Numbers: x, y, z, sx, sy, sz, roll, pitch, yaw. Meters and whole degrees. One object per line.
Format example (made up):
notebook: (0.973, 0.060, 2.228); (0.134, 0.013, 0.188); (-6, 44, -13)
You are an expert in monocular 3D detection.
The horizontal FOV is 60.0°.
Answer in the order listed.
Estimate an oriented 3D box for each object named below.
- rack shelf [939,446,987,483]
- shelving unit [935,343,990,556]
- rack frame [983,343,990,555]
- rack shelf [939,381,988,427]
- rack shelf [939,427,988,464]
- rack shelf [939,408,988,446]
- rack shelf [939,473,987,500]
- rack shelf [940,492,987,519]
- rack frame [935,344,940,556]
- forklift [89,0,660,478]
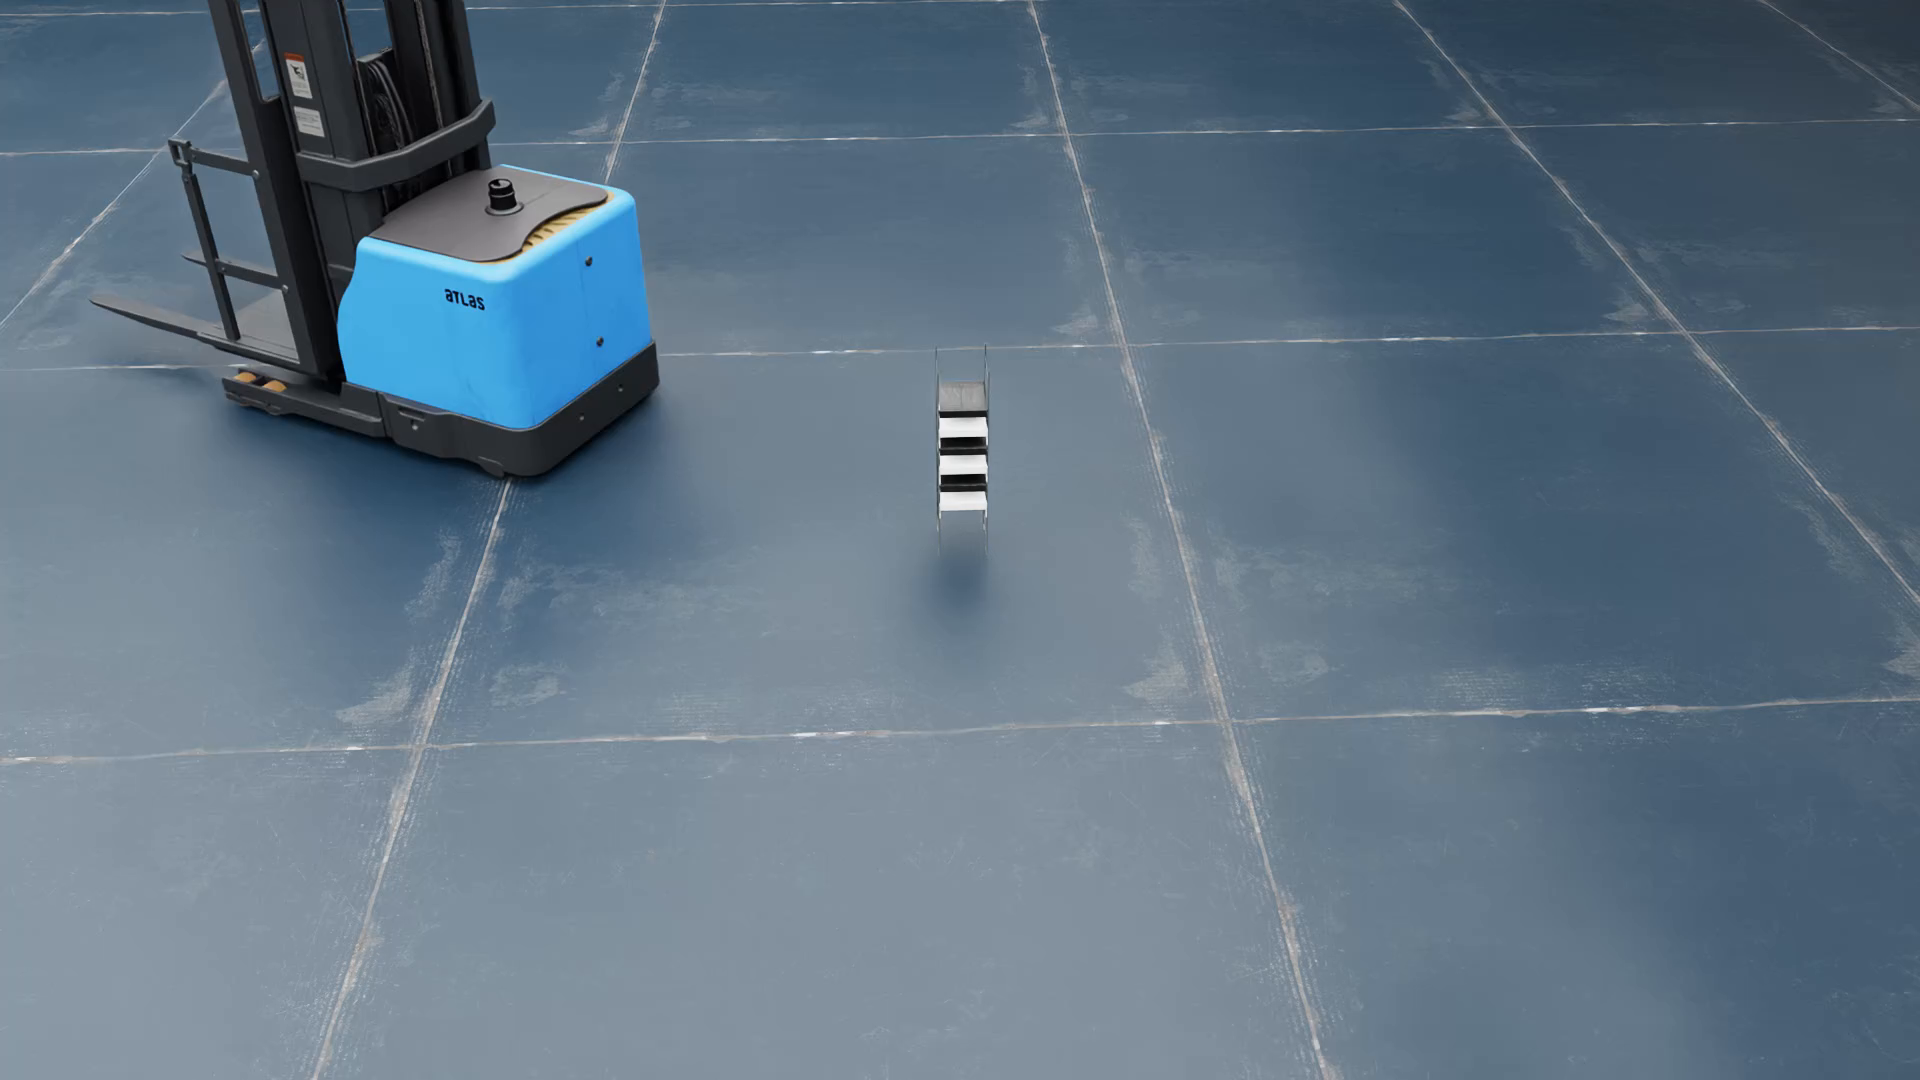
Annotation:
rack shelf: (0.008, -0.343, 7.013); (0.200, 0.077, 0.258); (-2, 35, -2)
shelving unit: (0.008, -0.370, 6.994); (0.210, 0.900, 0.258); (-2, 35, -2)
rack frame: (0.110, -0.373, 6.998); (0.006, 0.900, 0.240); (-2, 35, -2)
rack shelf: (0.008, -0.565, 6.860); (0.200, 0.077, 0.258); (-2, 35, -2)
rack shelf: (0.008, -0.417, 6.962); (0.200, 0.077, 0.258); (-2, 35, -2)
rack shelf: (0.008, -0.491, 6.911); (0.200, 0.077, 0.258); (-2, 35, -2)
rack shelf: (0.008, -0.269, 7.064); (0.200, 0.077, 0.258); (-2, 35, -2)
rack shelf: (0.008, -0.195, 7.116); (0.200, 0.077, 0.258); (-2, 35, -2)
rack frame: (-0.093, -0.367, 6.990); (0.006, 0.900, 0.240); (-2, 35, -2)
forklift: (-3.043, -2.065, 7.658); (3.031, 2.935, 1.130); (16, 38, 21)
